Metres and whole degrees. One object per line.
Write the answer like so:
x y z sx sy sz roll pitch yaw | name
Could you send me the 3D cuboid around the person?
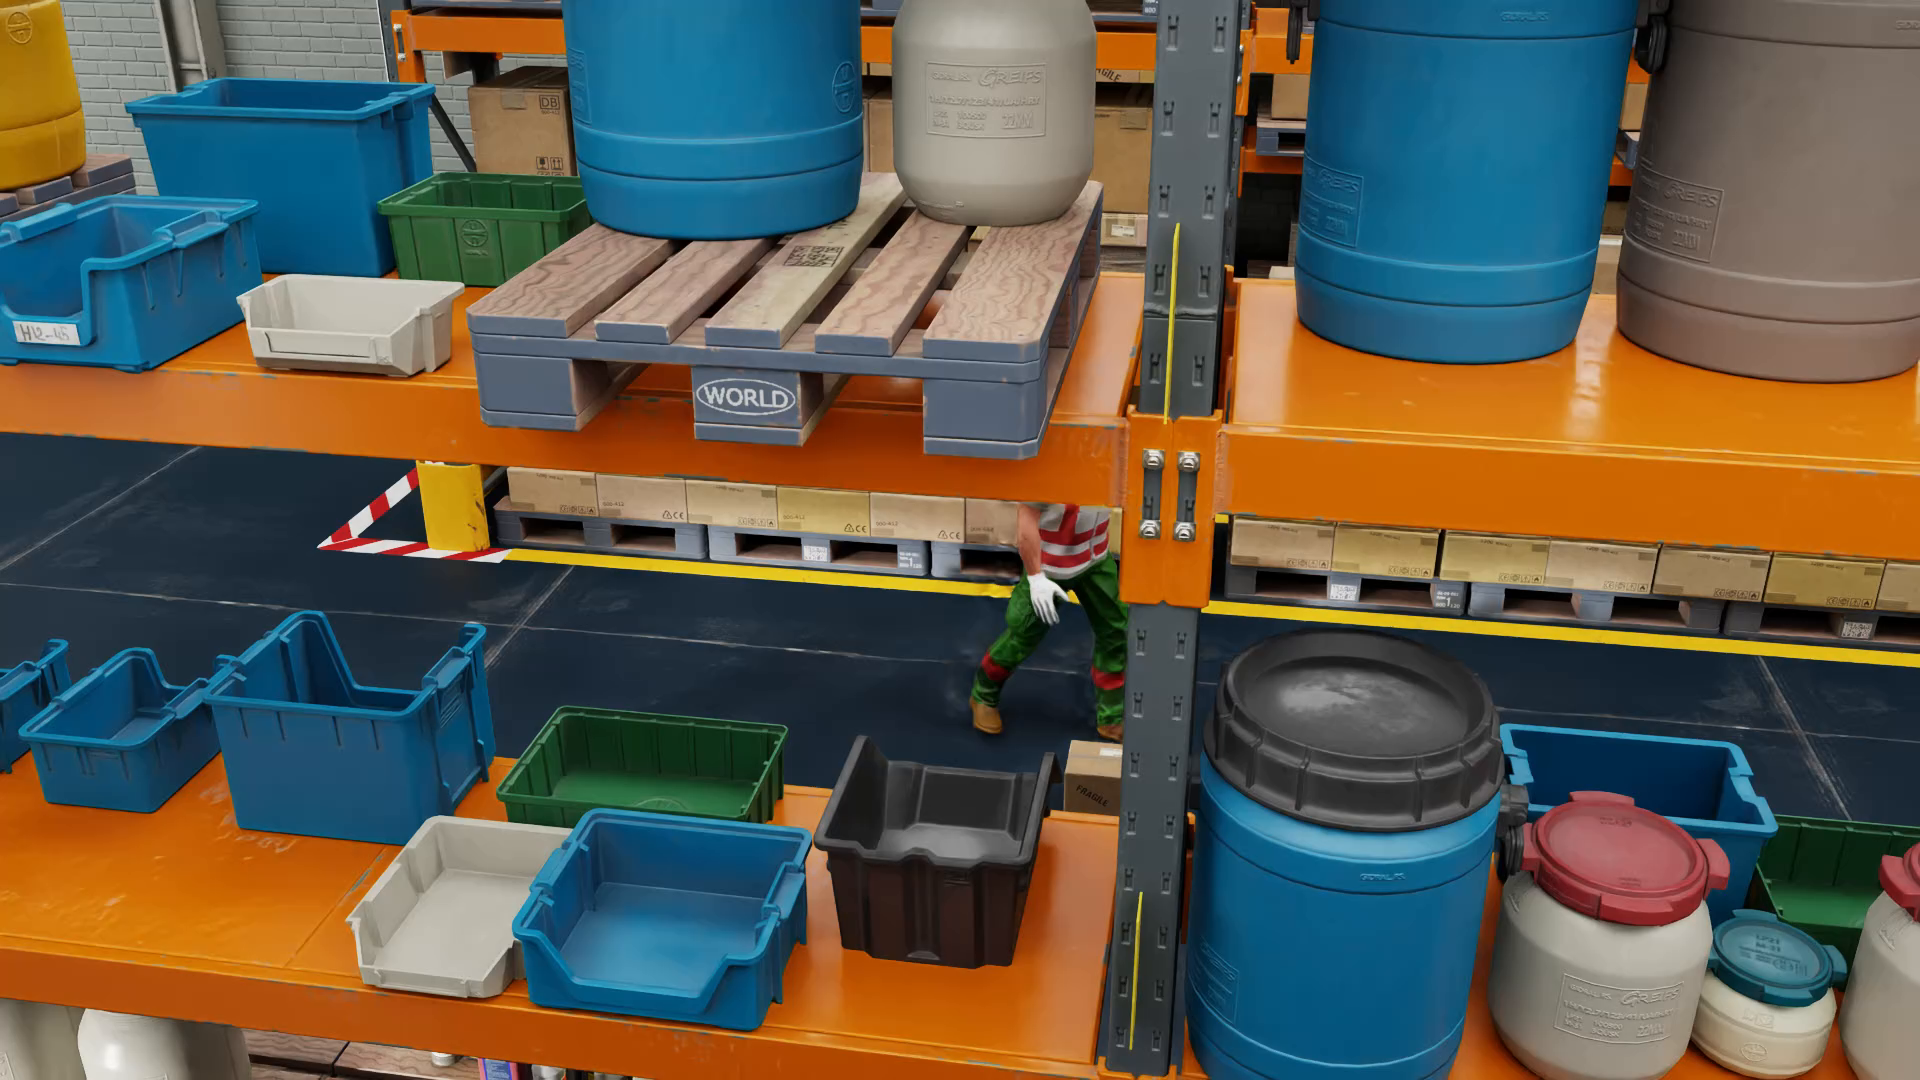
0.410 0.074 6.952 0.827 1.754 0.652 22 32 39 | person
